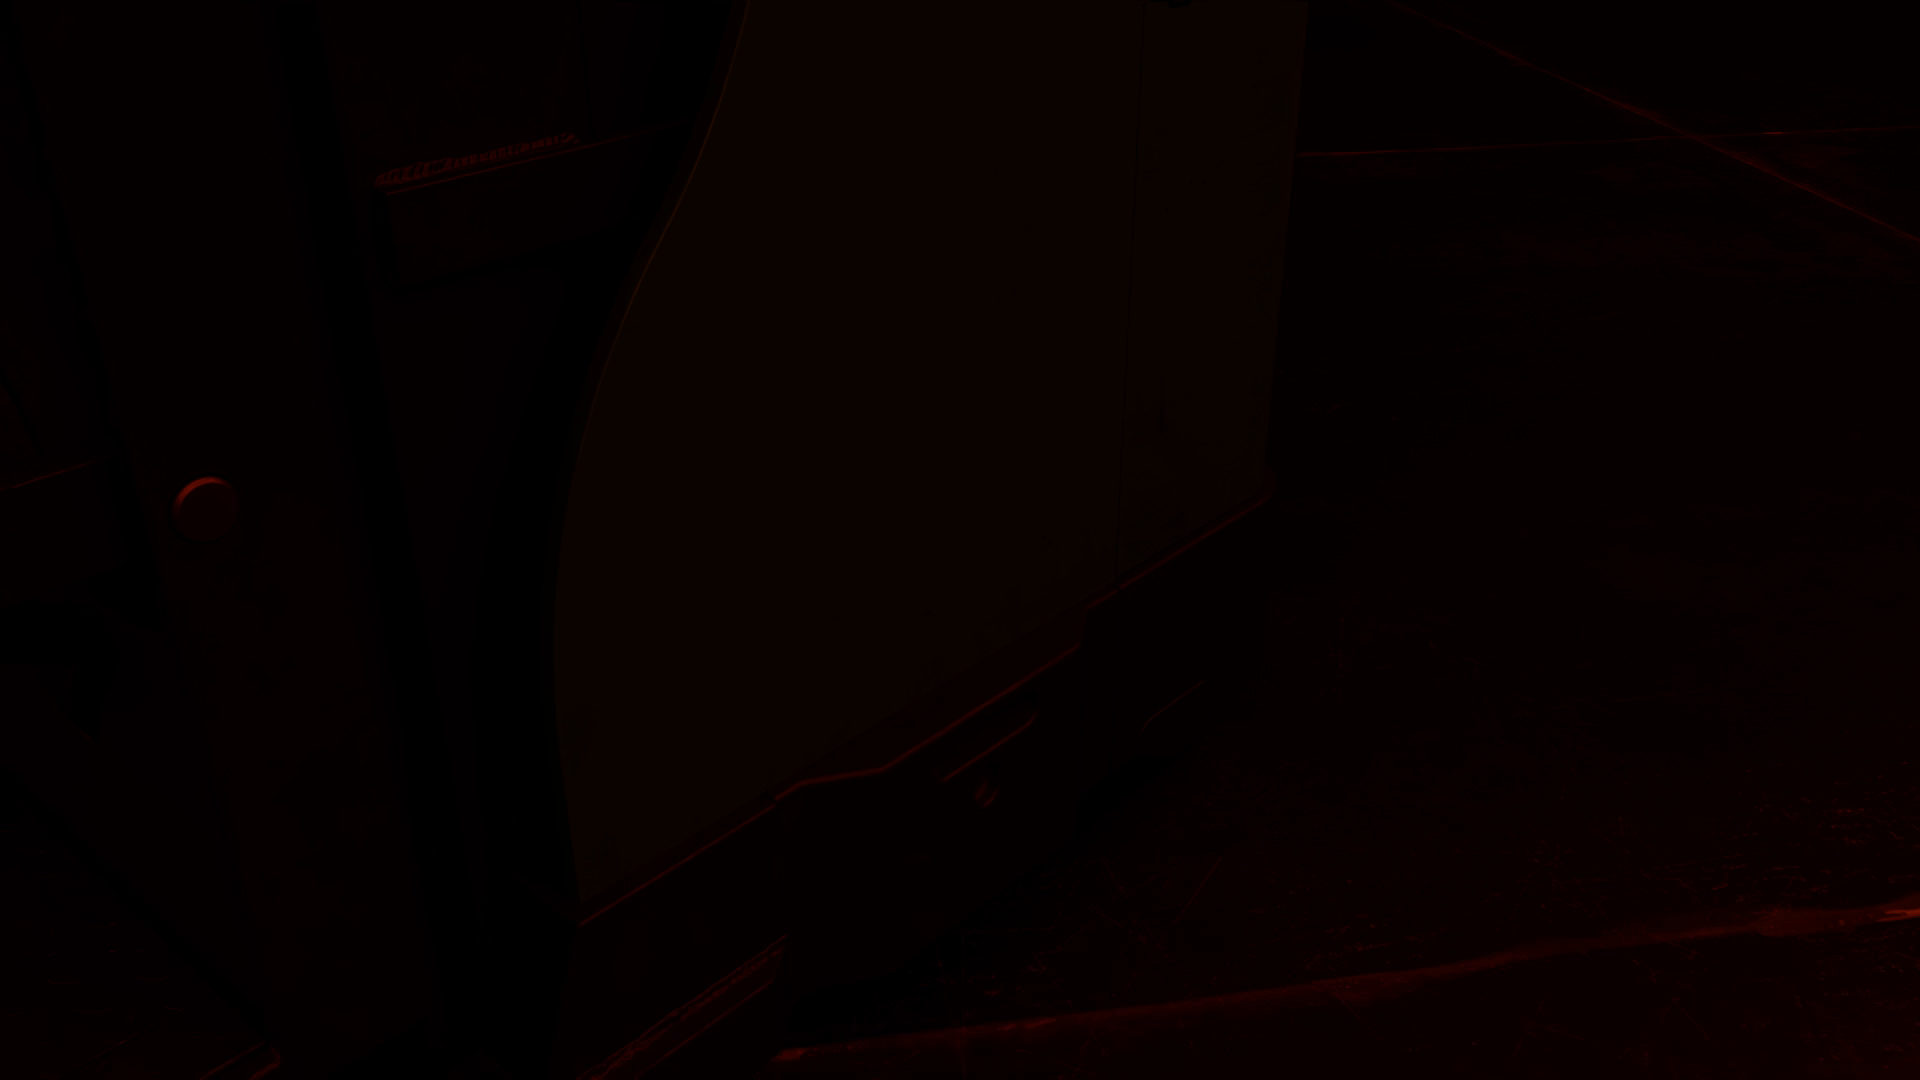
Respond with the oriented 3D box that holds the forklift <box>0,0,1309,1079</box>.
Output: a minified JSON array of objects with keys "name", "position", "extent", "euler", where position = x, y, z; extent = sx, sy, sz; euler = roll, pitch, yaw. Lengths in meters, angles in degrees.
[{"name":"forklift","position":[-0.980,-0.736,0.759],"extent":[1.130,2.935,3.031],"euler":[23,35,36]}]
